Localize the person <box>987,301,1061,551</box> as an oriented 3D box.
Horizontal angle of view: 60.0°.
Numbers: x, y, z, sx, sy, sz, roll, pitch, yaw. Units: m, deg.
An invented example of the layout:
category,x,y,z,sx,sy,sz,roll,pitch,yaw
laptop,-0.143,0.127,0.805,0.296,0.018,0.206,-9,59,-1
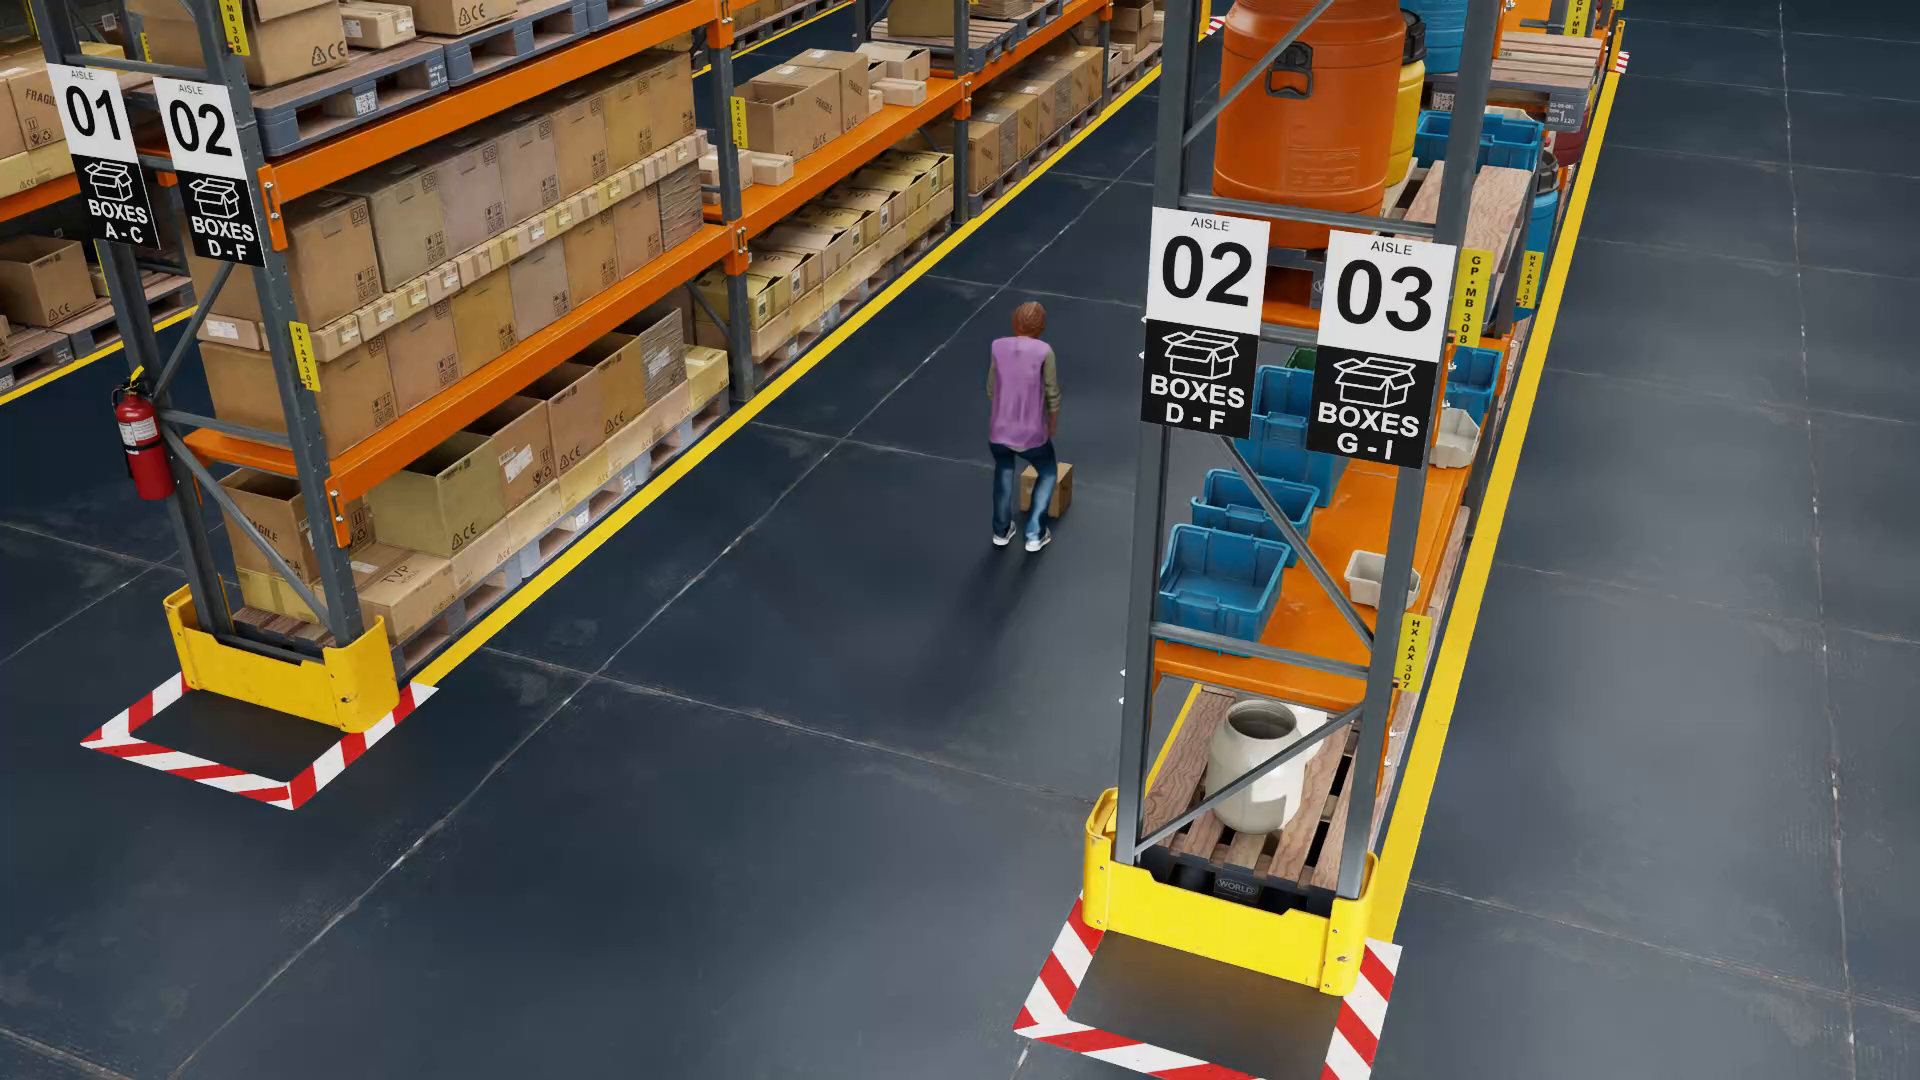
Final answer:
category,x,y,z,sx,sy,sz,roll,pitch,yaw
person,0.345,-0.635,9.652,0.451,1.449,0.518,12,32,20
